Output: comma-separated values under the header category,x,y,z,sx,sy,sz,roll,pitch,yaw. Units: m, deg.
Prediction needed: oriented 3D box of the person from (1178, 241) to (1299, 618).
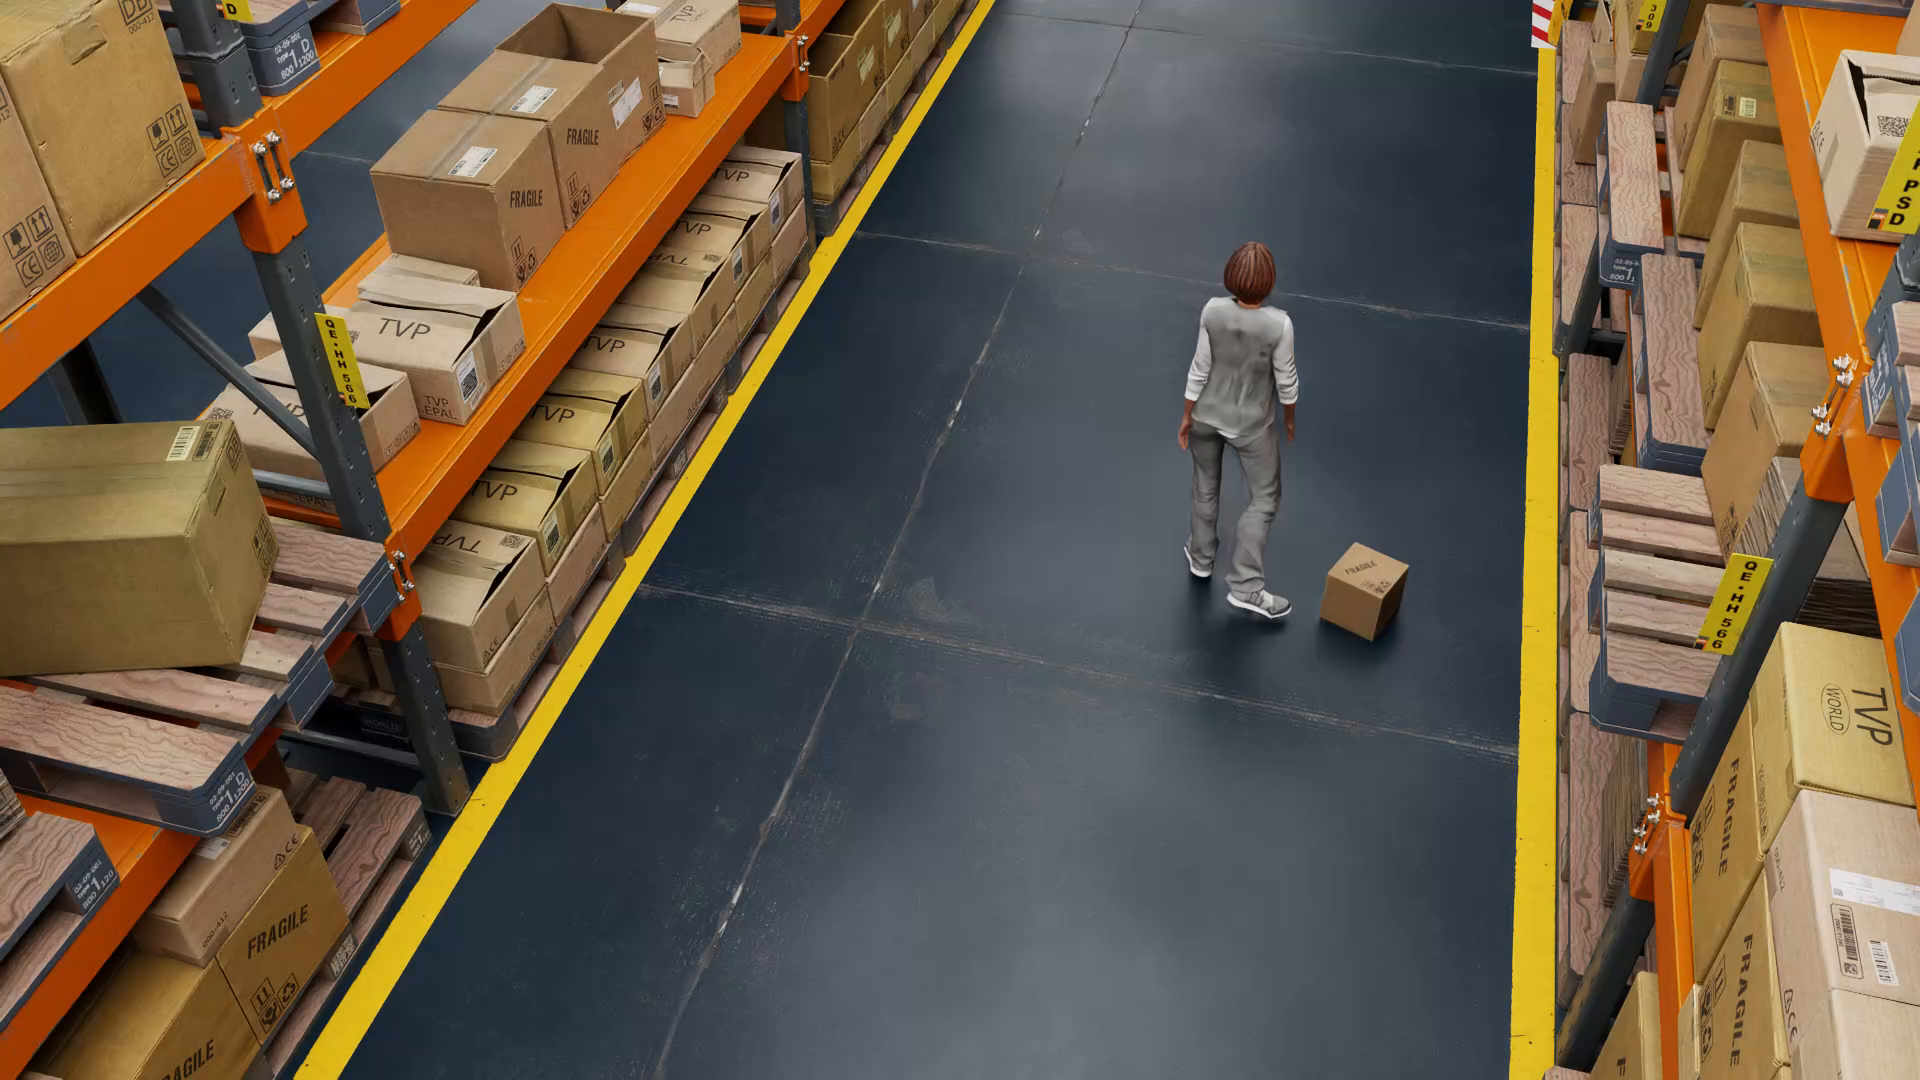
category,x,y,z,sx,sy,sz,roll,pitch,yaw
person,1.168,-0.416,6.635,0.598,1.592,0.458,19,45,20
